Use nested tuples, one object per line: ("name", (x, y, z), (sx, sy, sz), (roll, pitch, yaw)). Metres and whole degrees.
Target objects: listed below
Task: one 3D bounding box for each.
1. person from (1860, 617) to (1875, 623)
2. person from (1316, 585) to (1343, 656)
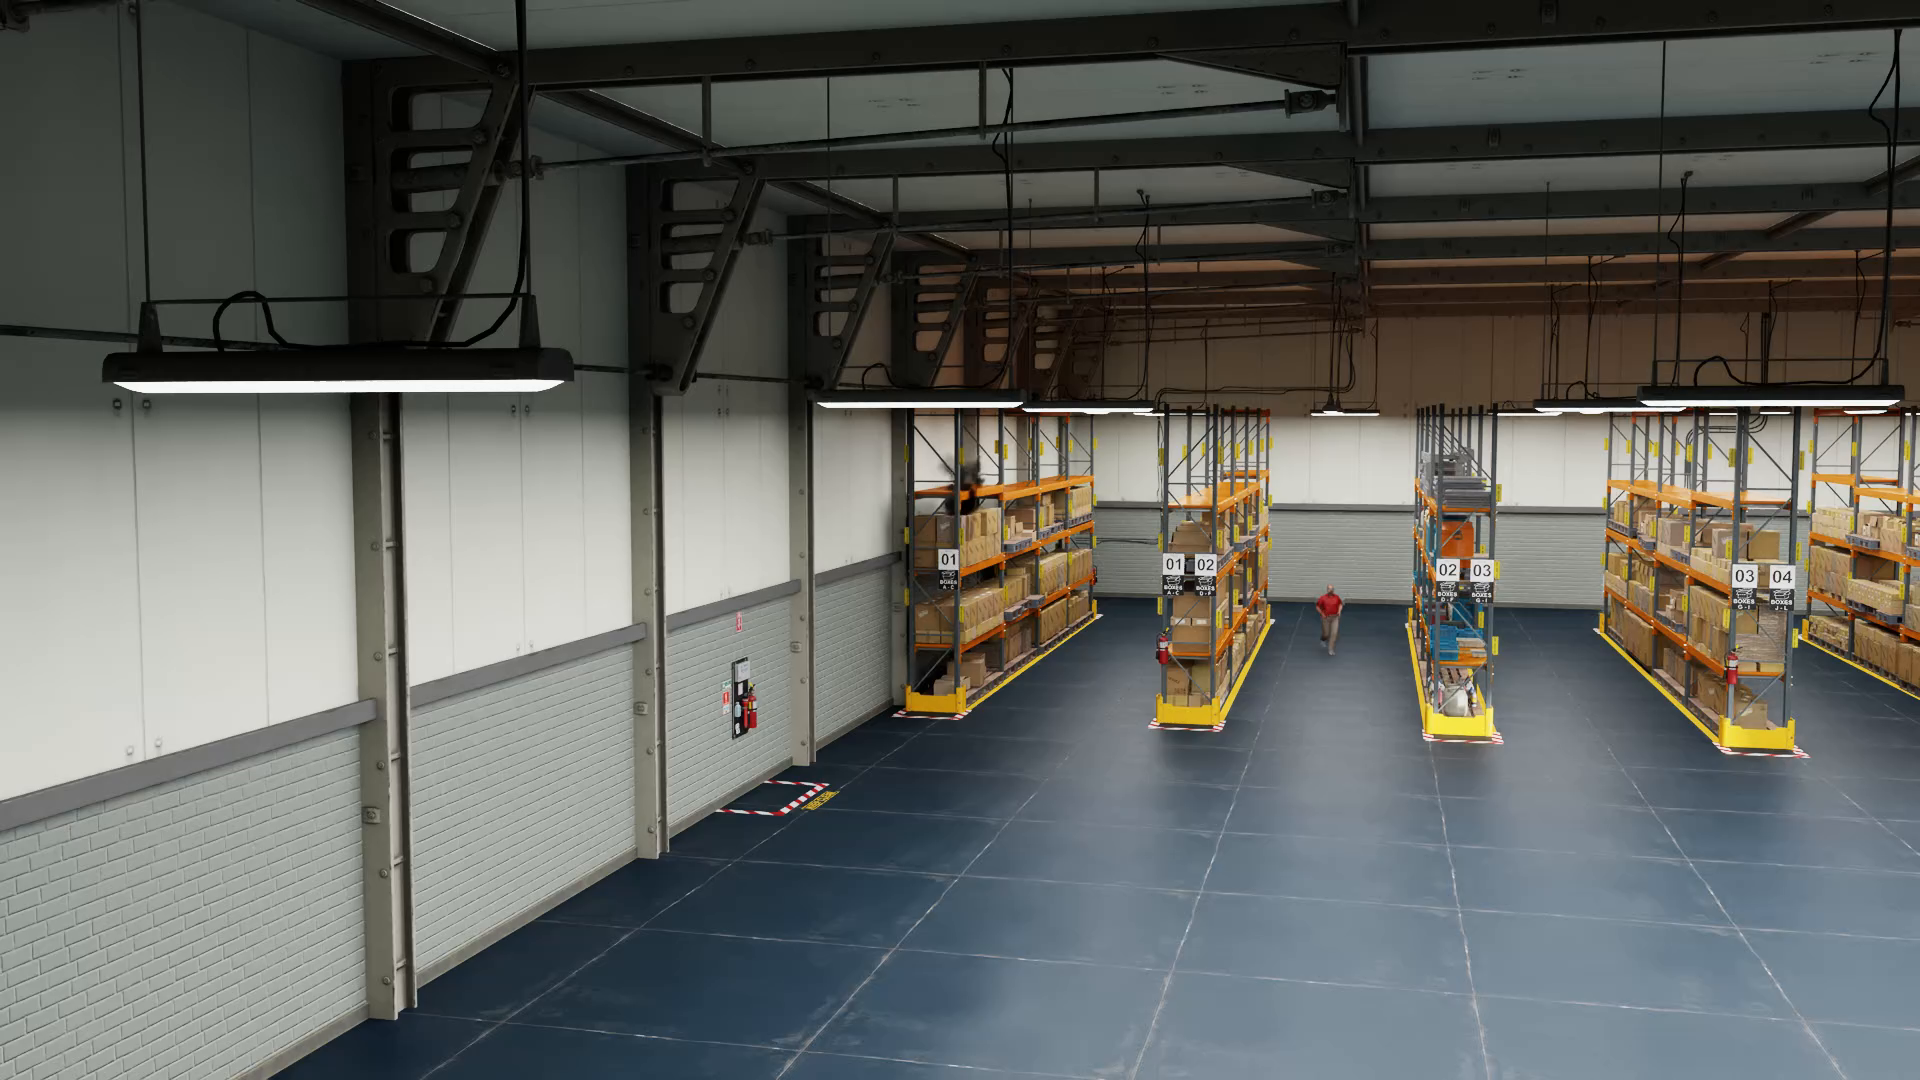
("person", (23.791, 1.754, 43.428), (0.649, 1.610, 0.565), (-1, 4, -20))
("person", (9.016, 1.933, 40.522), (0.662, 1.696, 0.784), (0, 4, -1))
